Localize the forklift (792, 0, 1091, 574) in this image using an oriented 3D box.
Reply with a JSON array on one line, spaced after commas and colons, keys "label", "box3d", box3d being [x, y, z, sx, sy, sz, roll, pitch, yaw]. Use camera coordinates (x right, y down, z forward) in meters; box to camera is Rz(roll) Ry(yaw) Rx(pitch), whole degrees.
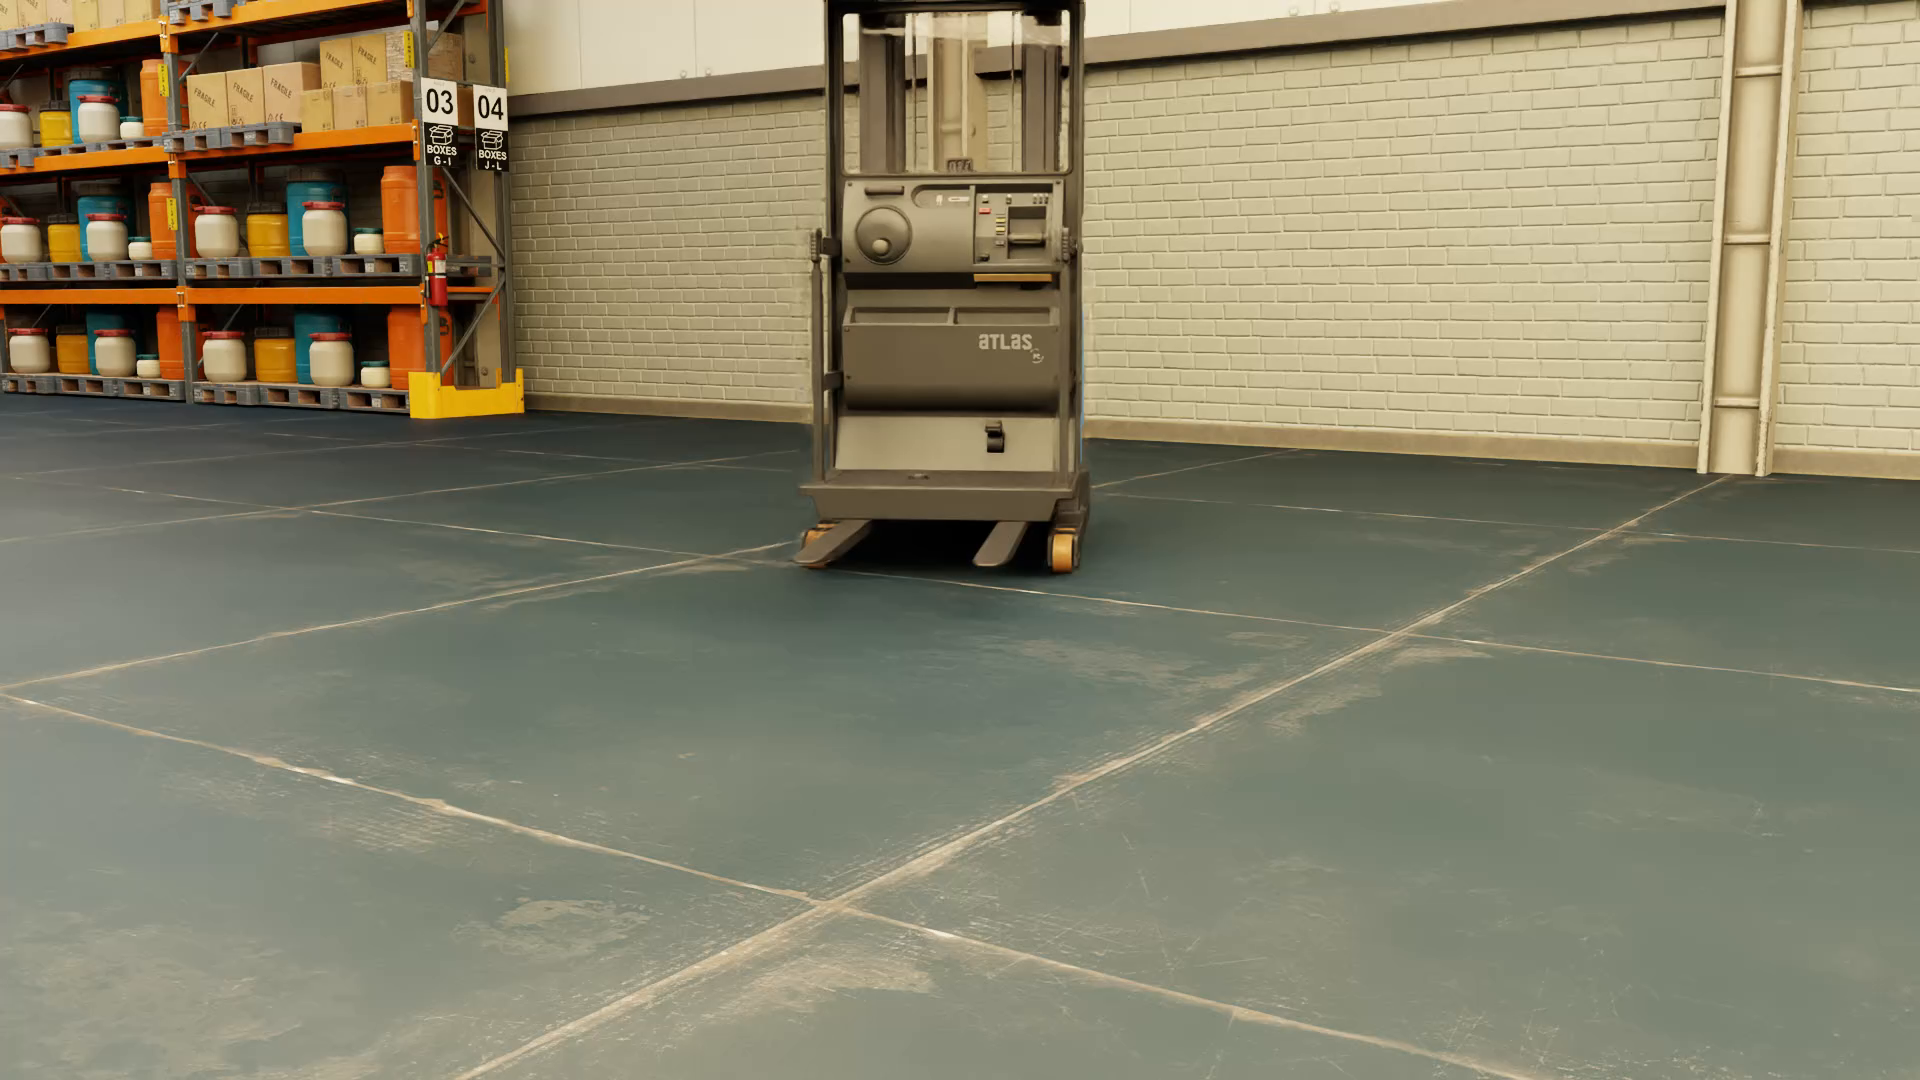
[{"label": "forklift", "box3d": [-0.051, -1.364, 6.788, 1.130, 2.935, 3.031, 1, 8, 6]}]
